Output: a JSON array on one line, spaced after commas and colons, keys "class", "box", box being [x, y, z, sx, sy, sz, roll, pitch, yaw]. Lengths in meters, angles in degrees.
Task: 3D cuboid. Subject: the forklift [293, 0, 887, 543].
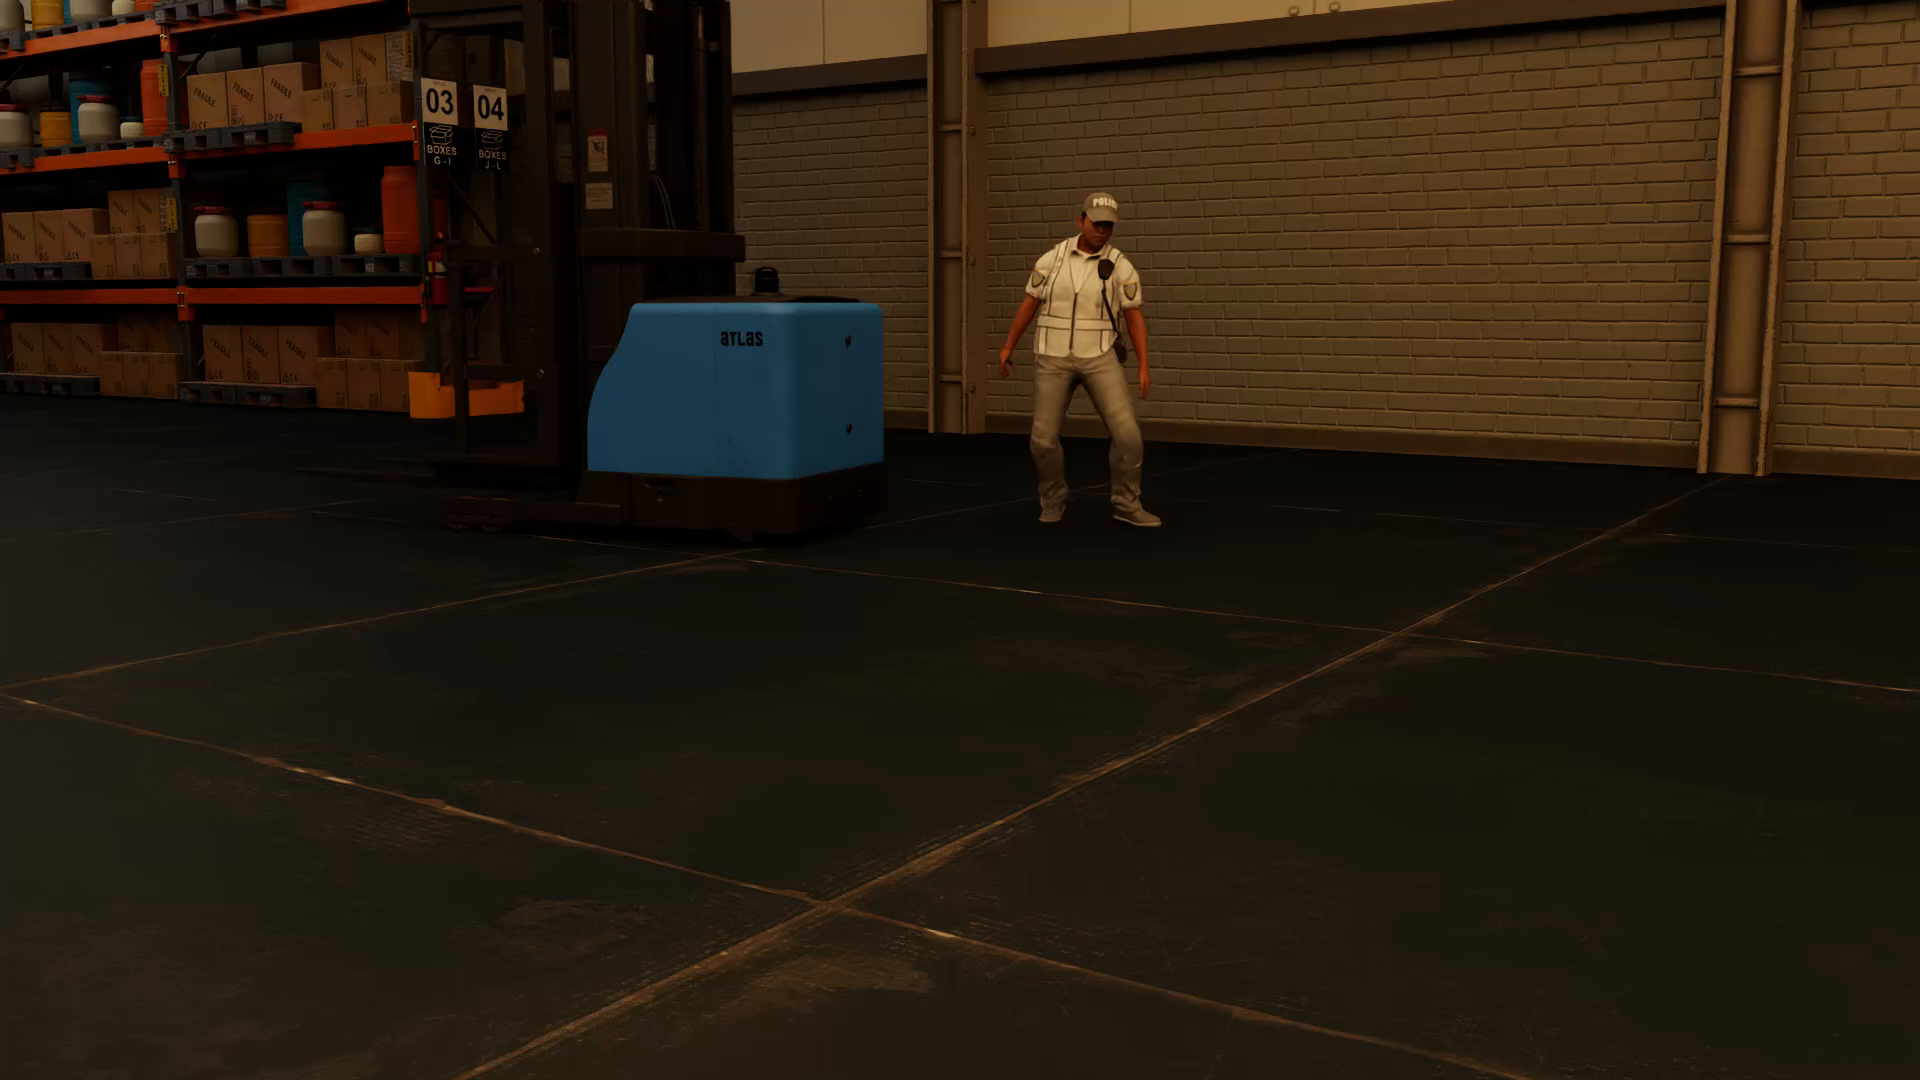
[{"class": "forklift", "box": [-1.920, -1.551, 8.103, 3.031, 2.935, 1.130, 3, 9, 23]}]

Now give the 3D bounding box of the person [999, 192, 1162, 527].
[{"class": "person", "box": [0.588, -0.852, 8.113, 0.840, 1.645, 0.506, 2, 8, 15]}]
